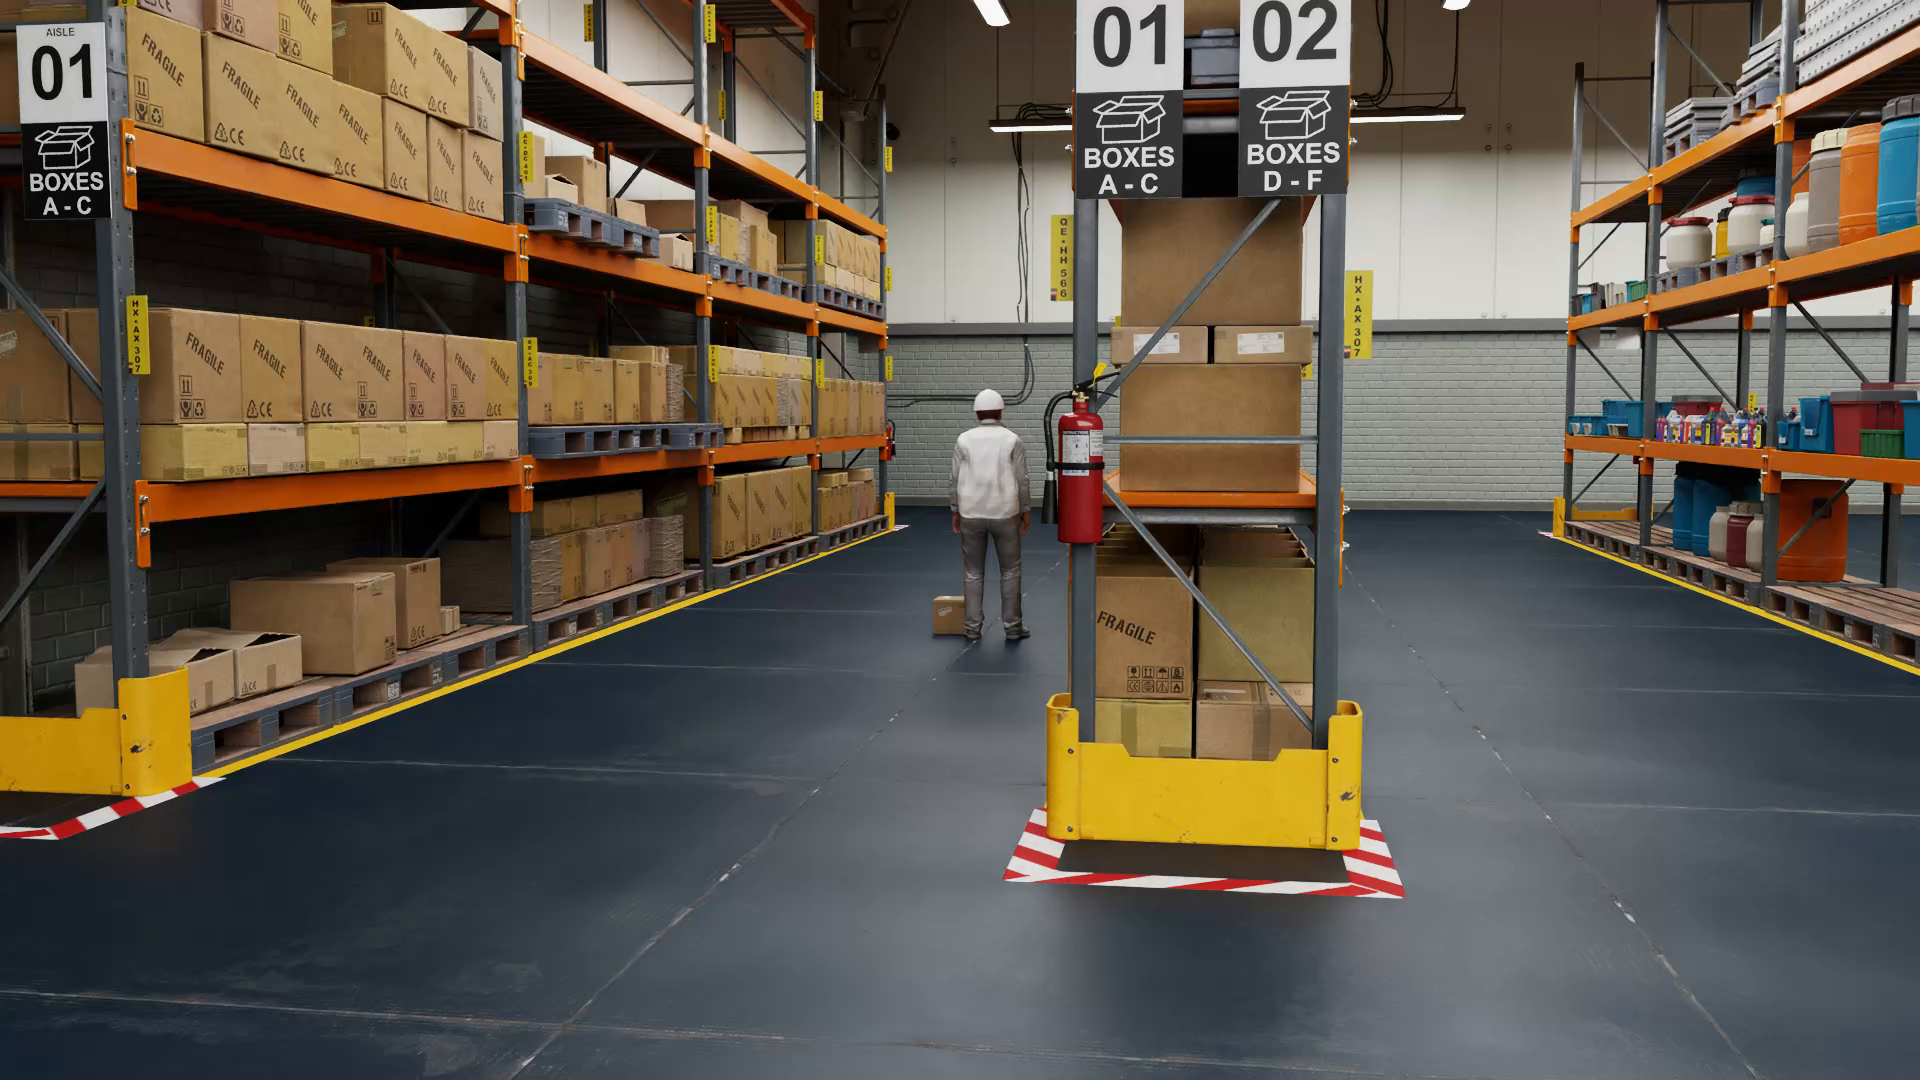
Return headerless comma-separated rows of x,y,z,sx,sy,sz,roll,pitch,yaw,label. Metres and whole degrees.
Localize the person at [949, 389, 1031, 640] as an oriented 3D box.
0.216,-0.183,11.835,0.580,1.769,0.460,1,4,9,person
